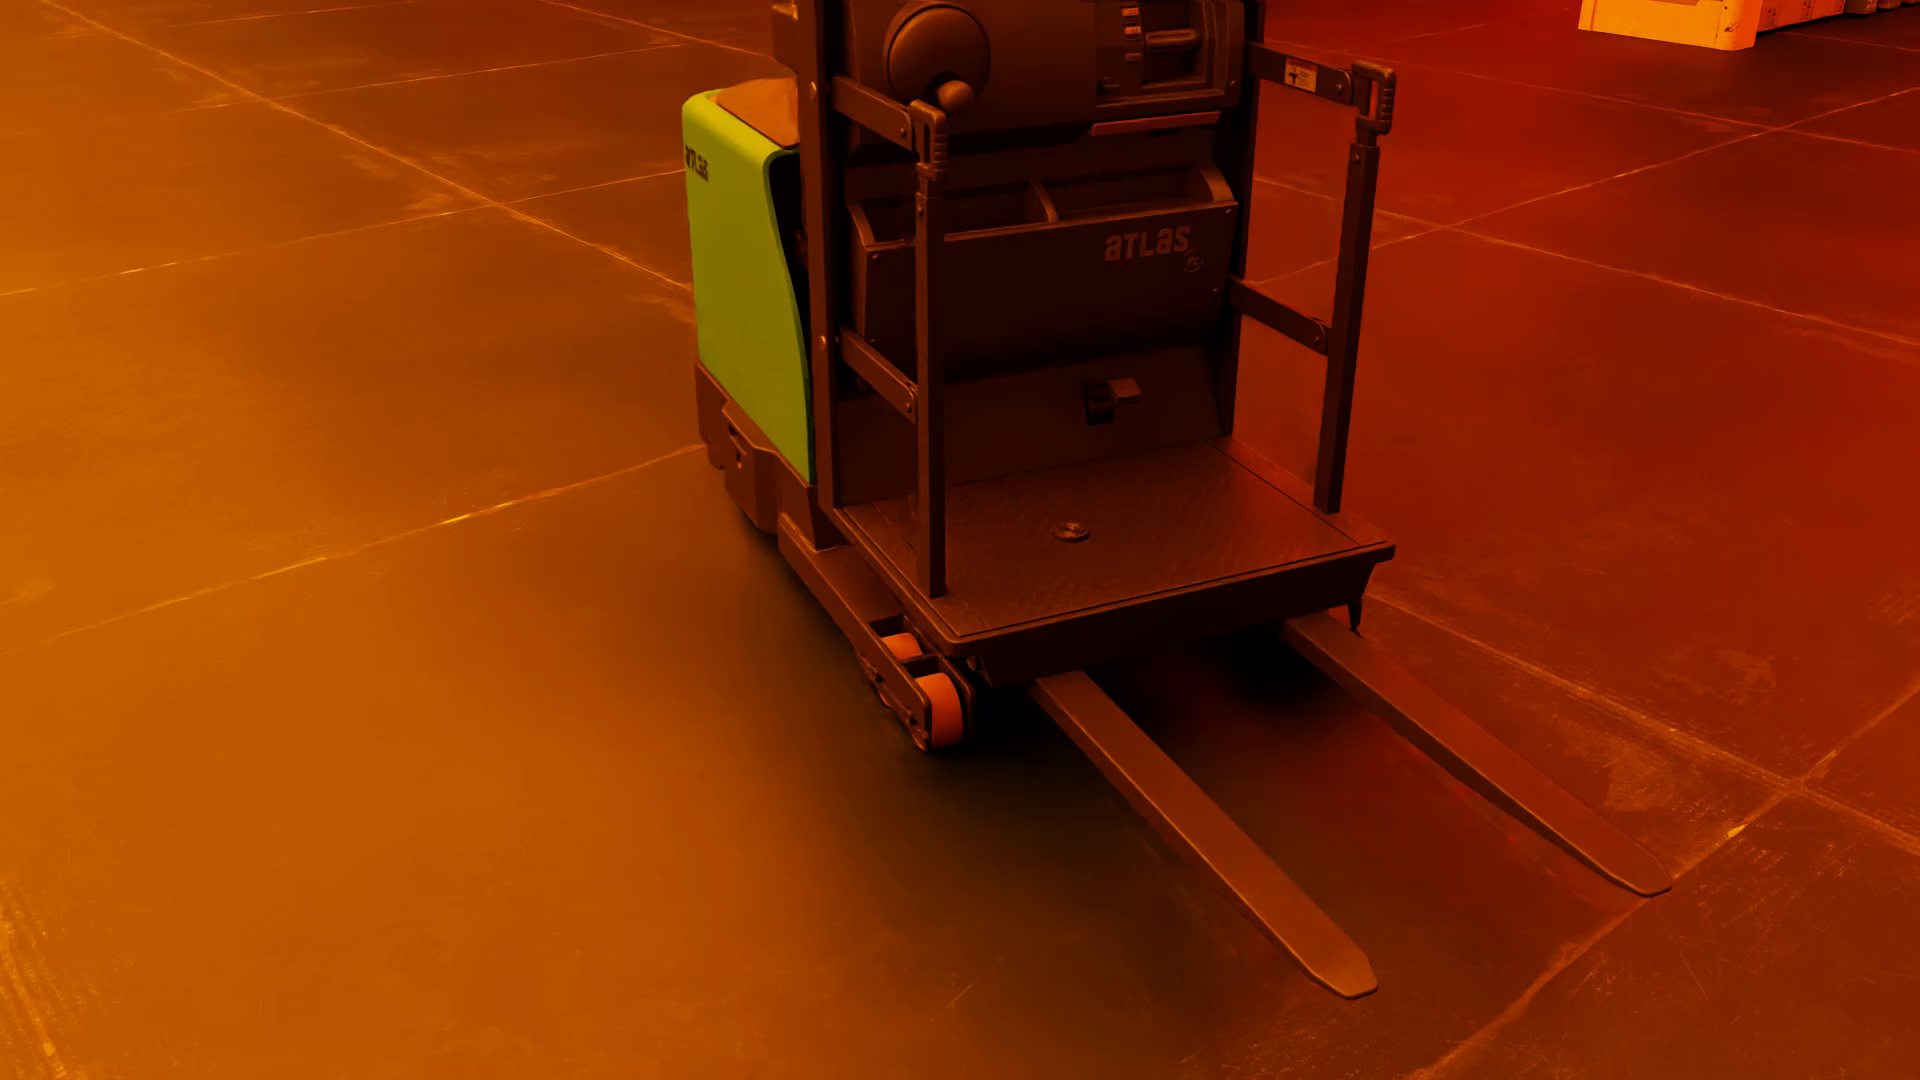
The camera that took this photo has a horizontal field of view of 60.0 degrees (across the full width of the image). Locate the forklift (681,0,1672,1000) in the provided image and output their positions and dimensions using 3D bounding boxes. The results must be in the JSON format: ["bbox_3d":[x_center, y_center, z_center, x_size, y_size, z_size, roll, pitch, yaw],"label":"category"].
[{"bbox_3d":[0.283,-1.078,3.377,1.130,2.935,3.031,-11,29,-22],"label":"forklift"}]
